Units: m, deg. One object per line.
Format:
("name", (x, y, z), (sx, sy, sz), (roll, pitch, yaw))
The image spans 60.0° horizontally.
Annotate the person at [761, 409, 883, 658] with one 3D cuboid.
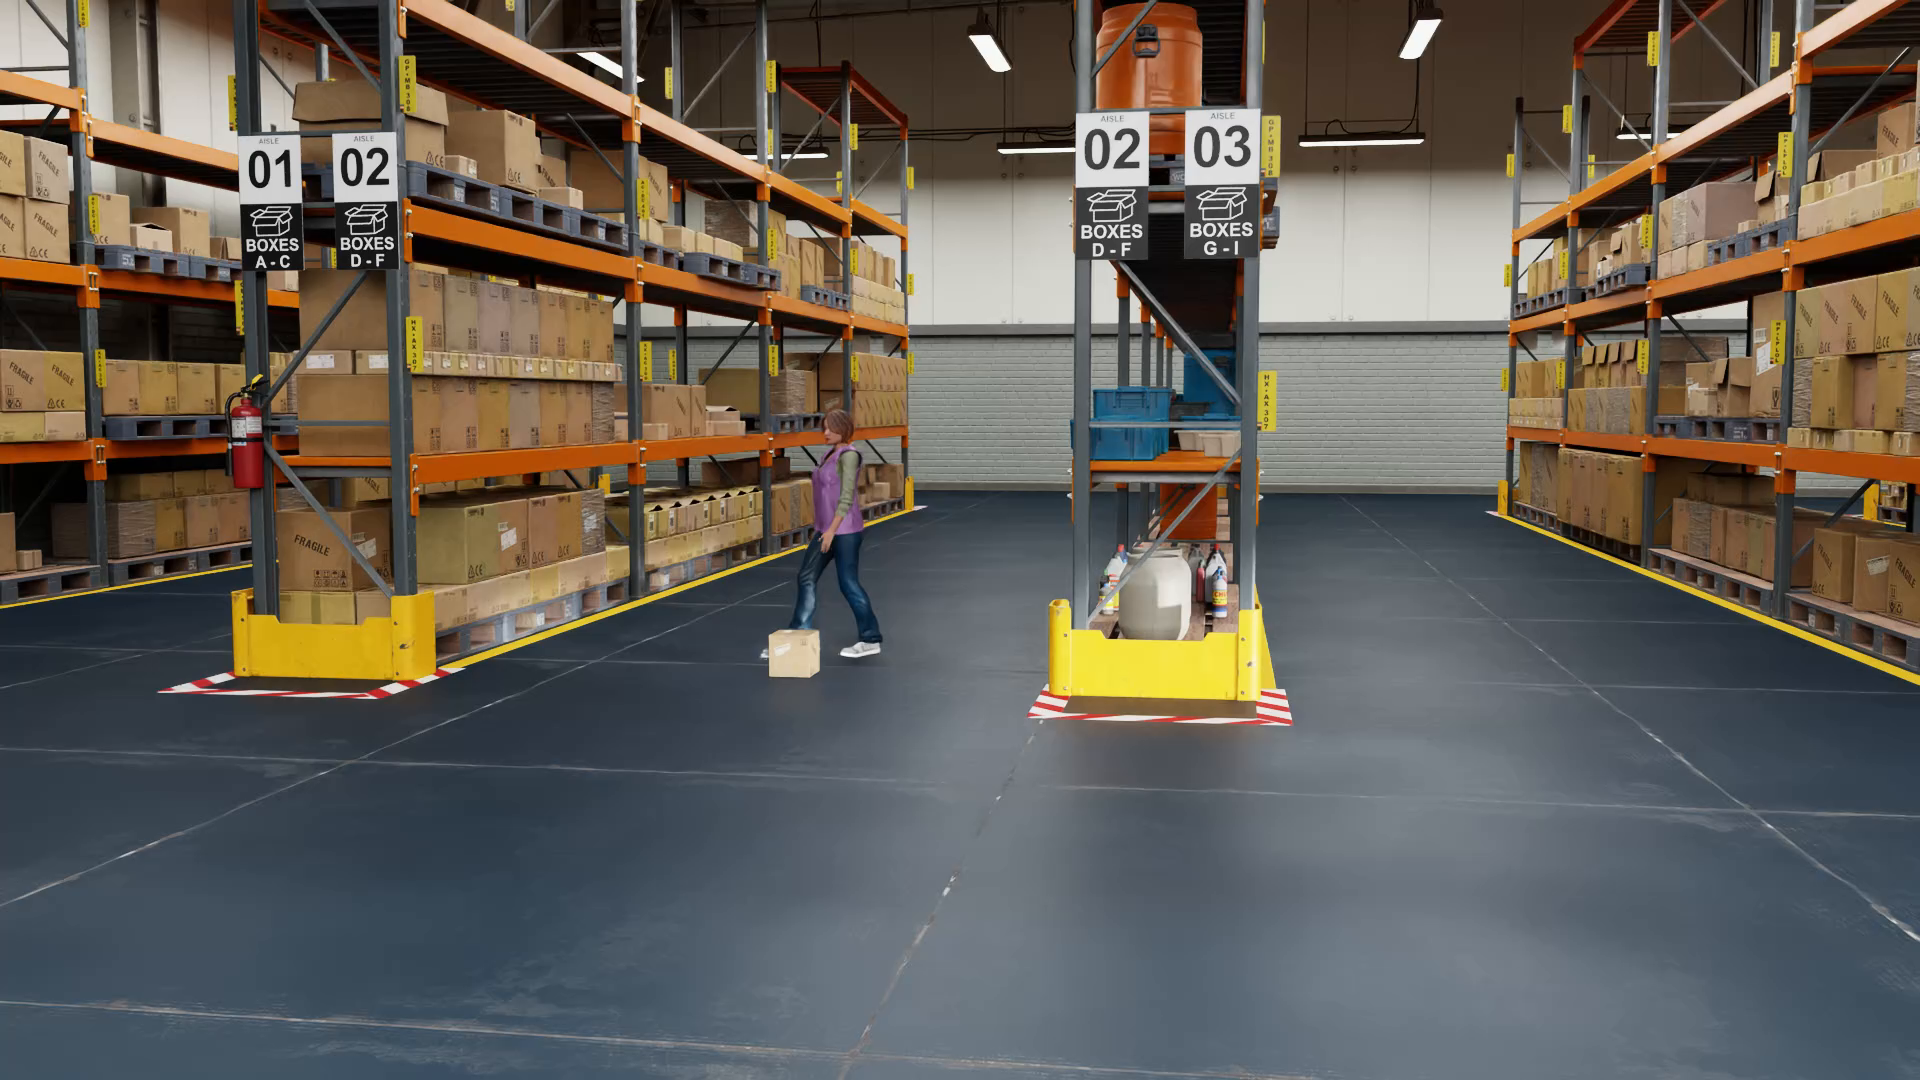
("person", (-0.857, -0.037, 10.469), (0.750, 1.575, 0.466), (-3, 5, -28))
